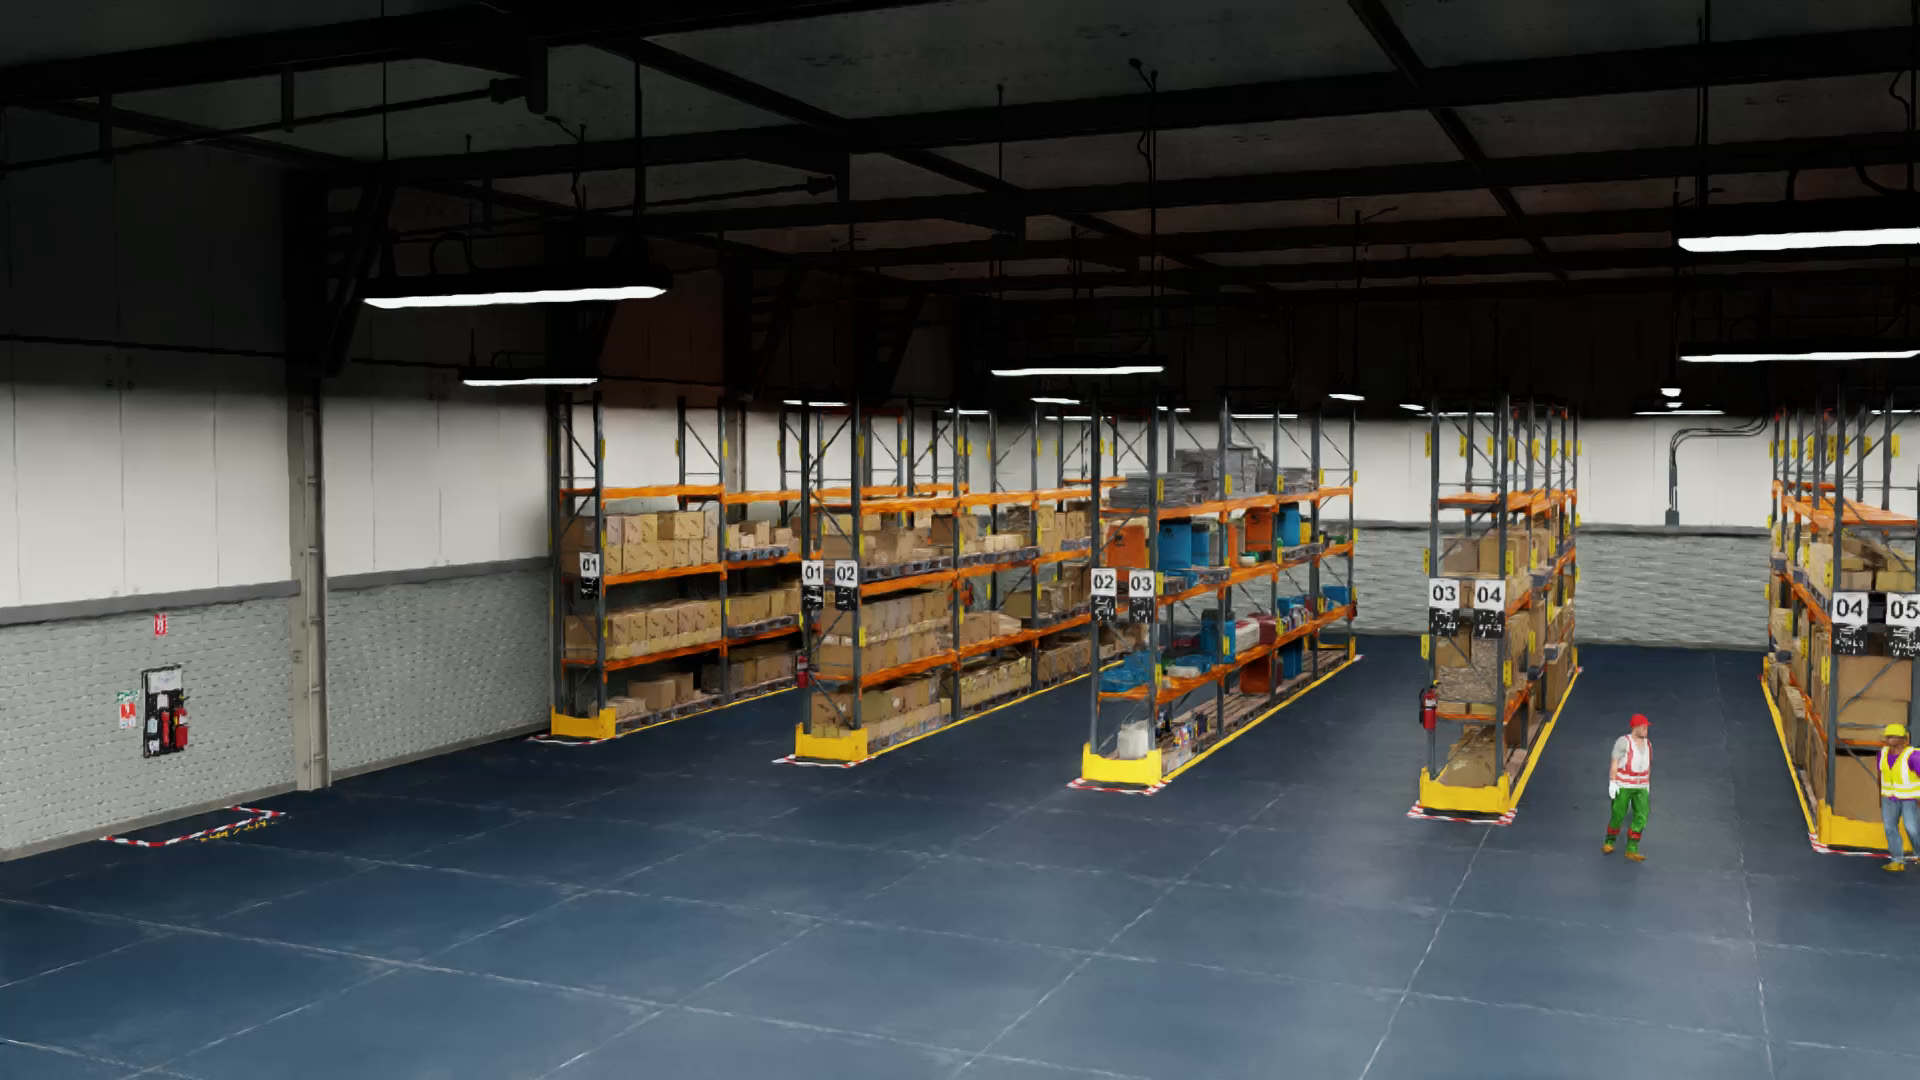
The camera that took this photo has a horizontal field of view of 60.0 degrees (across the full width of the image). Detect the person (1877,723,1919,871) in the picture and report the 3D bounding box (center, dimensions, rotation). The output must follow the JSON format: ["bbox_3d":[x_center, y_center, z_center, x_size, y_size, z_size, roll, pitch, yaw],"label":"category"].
[{"bbox_3d":[11.188,3.041,19.708,0.579,1.753,0.610,-2,4,-30],"label":"person"}]

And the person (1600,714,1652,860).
[{"bbox_3d":[8.174,2.994,20.361,0.579,1.775,0.567,-1,3,-12],"label":"person"}]

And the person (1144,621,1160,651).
[{"bbox_3d":[4.092,2.239,35.266,0.362,1.727,0.538,0,3,-3],"label":"person"}]
